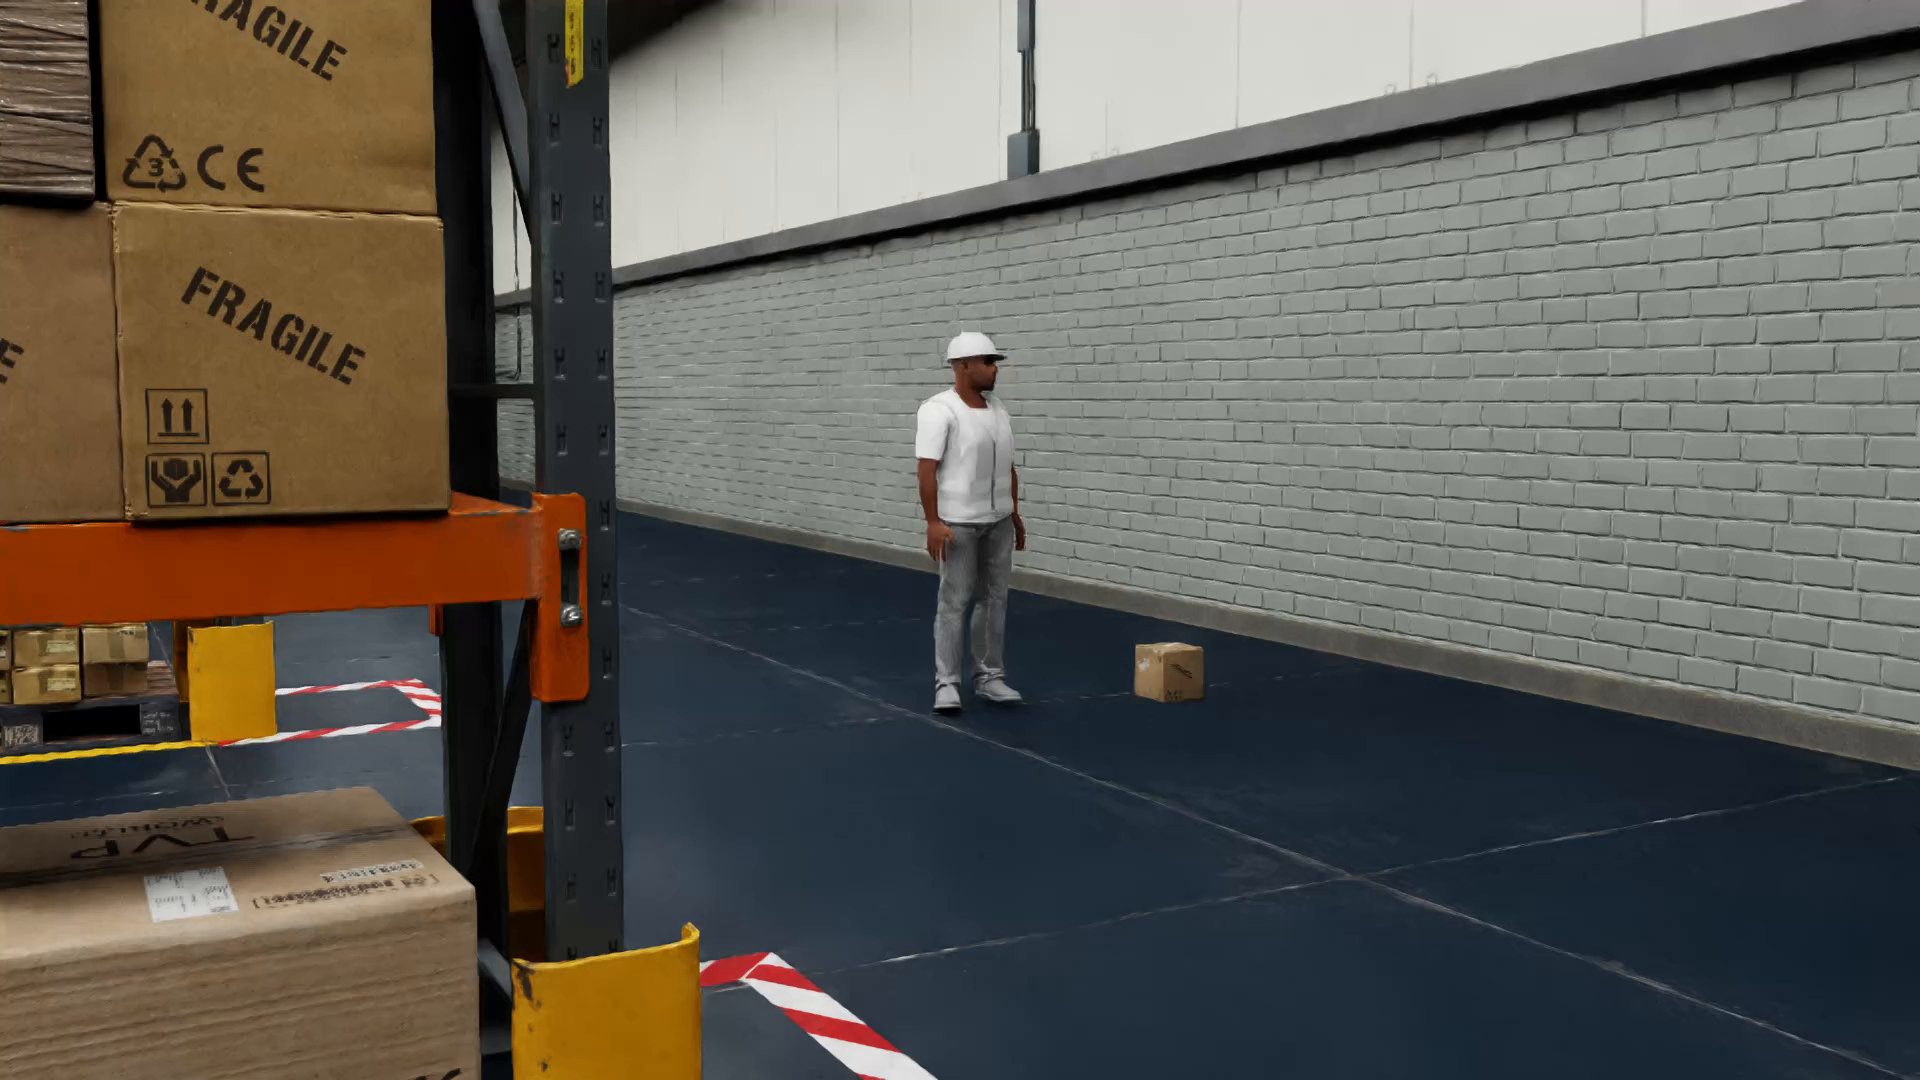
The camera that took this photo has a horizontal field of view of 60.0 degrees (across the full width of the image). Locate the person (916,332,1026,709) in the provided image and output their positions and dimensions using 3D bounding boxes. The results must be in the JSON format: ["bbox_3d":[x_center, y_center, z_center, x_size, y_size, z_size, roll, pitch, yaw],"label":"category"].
[{"bbox_3d":[0.079,-0.095,7.922,0.624,1.772,0.413,-4,7,-41],"label":"person"}]
